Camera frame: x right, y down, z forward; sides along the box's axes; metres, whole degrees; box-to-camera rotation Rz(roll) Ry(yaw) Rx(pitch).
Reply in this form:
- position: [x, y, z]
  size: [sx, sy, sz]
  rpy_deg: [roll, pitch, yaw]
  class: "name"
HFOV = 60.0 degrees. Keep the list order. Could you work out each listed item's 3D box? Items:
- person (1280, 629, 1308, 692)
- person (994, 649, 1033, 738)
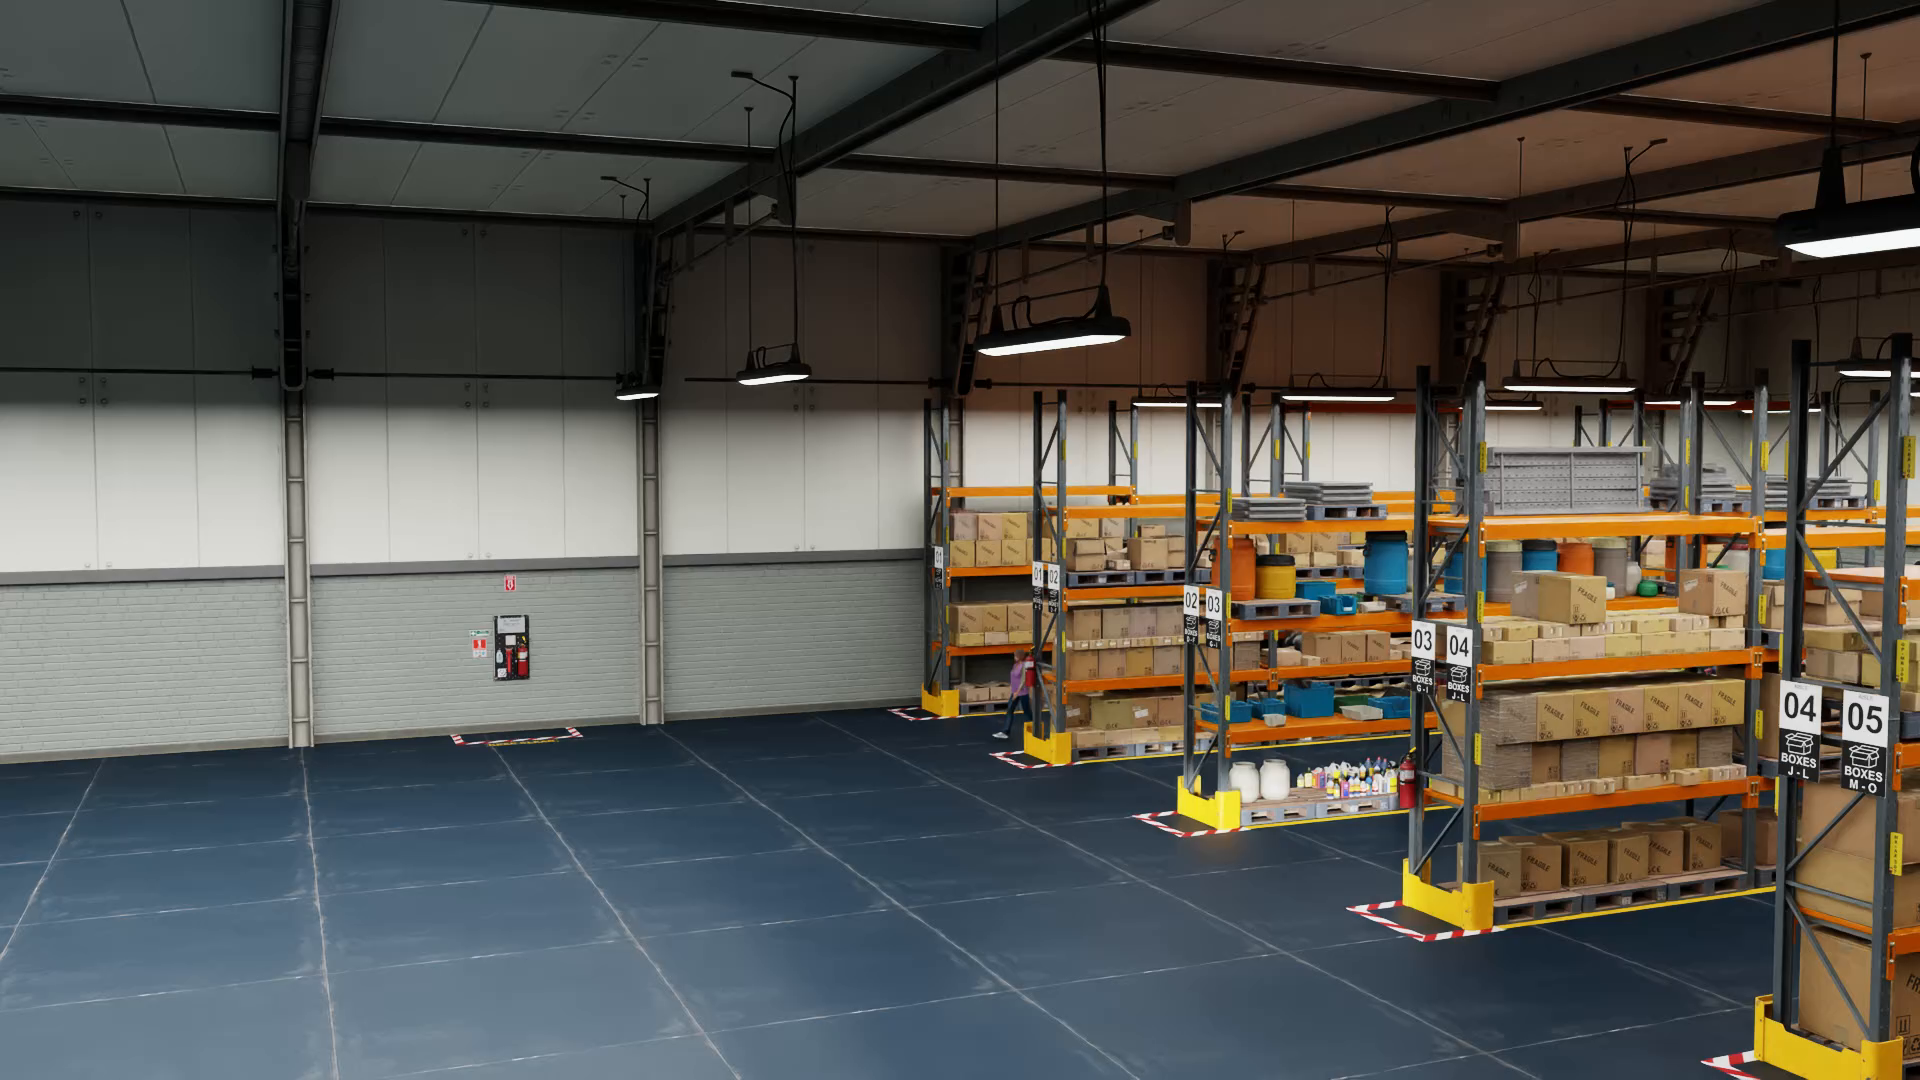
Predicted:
- position: [6.451, 2.399, 32.503]
  size: [1.069, 1.661, 0.585]
  rpy_deg: [-1, 4, -20]
  class: "person"
- position: [1.010, 2.669, 28.879]
  size: [0.893, 1.553, 0.448]
  rpy_deg: [-2, 4, -29]
  class: "person"
